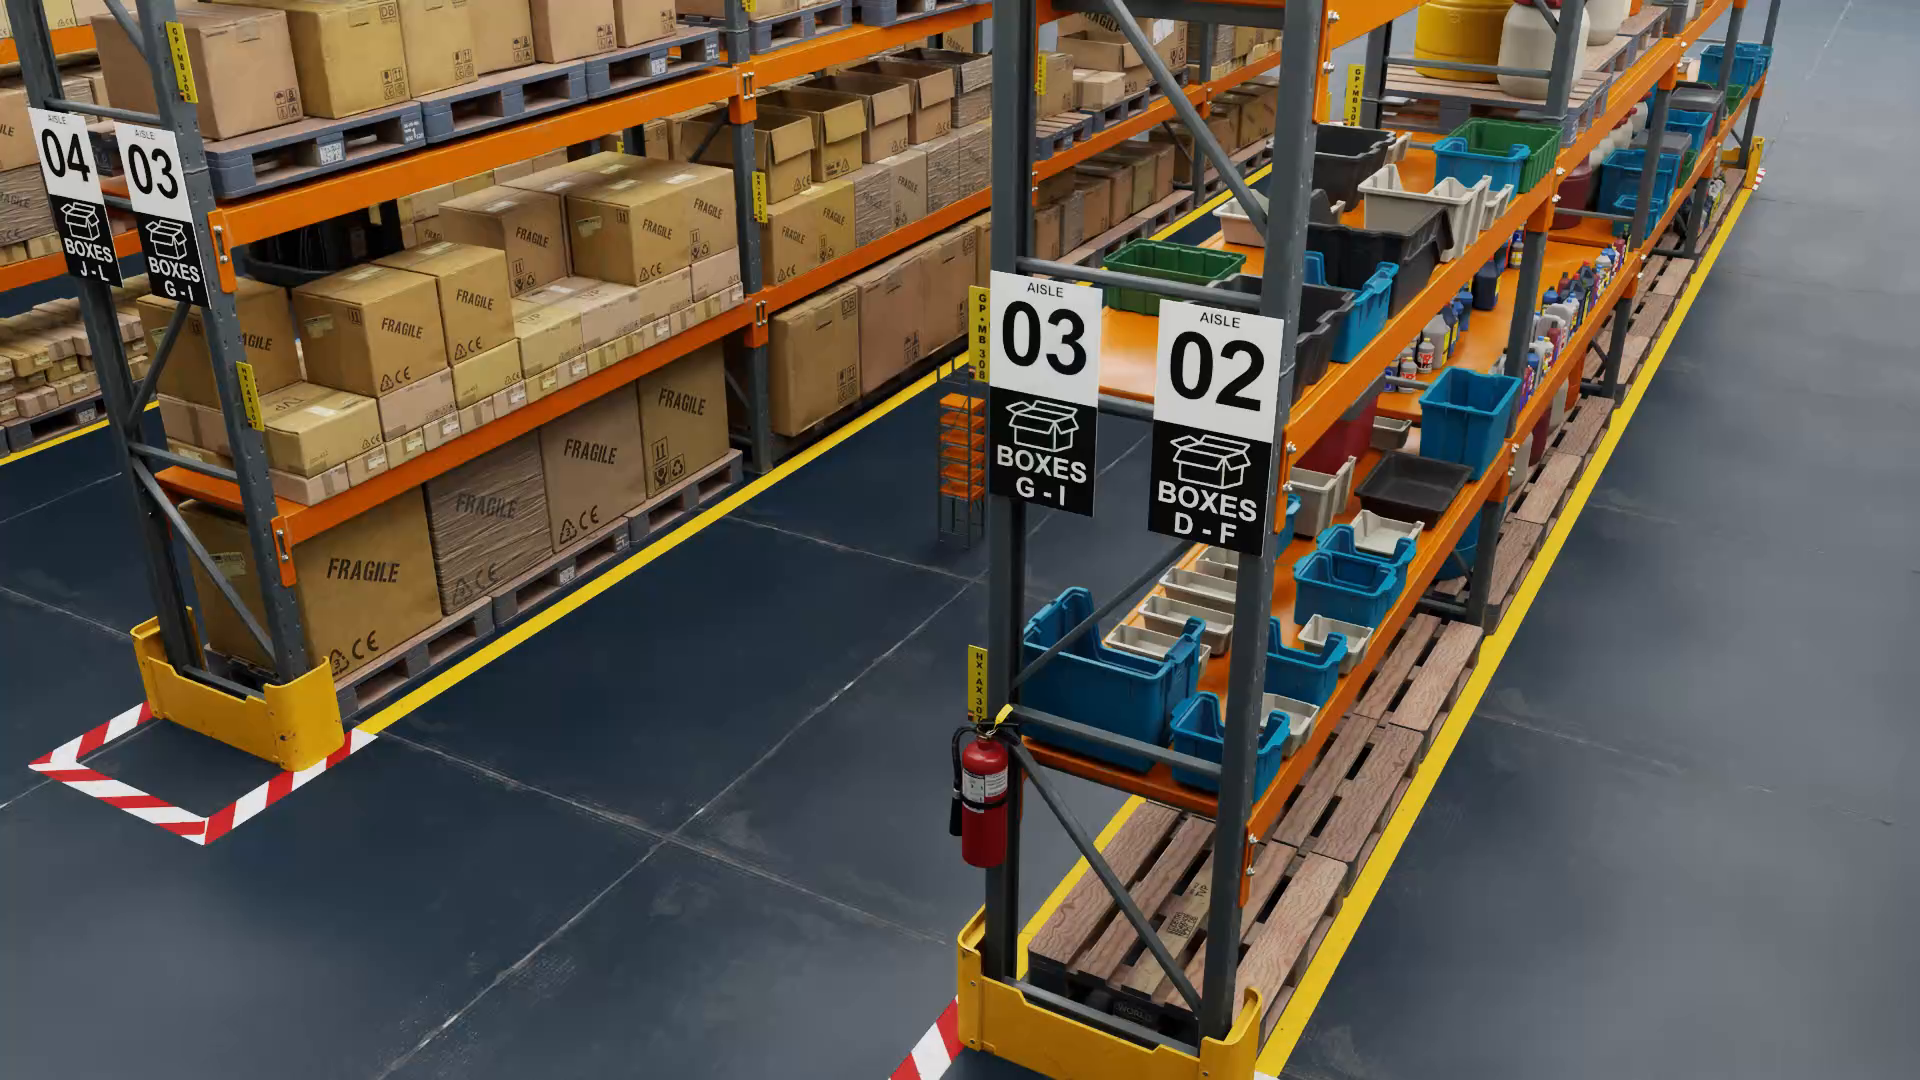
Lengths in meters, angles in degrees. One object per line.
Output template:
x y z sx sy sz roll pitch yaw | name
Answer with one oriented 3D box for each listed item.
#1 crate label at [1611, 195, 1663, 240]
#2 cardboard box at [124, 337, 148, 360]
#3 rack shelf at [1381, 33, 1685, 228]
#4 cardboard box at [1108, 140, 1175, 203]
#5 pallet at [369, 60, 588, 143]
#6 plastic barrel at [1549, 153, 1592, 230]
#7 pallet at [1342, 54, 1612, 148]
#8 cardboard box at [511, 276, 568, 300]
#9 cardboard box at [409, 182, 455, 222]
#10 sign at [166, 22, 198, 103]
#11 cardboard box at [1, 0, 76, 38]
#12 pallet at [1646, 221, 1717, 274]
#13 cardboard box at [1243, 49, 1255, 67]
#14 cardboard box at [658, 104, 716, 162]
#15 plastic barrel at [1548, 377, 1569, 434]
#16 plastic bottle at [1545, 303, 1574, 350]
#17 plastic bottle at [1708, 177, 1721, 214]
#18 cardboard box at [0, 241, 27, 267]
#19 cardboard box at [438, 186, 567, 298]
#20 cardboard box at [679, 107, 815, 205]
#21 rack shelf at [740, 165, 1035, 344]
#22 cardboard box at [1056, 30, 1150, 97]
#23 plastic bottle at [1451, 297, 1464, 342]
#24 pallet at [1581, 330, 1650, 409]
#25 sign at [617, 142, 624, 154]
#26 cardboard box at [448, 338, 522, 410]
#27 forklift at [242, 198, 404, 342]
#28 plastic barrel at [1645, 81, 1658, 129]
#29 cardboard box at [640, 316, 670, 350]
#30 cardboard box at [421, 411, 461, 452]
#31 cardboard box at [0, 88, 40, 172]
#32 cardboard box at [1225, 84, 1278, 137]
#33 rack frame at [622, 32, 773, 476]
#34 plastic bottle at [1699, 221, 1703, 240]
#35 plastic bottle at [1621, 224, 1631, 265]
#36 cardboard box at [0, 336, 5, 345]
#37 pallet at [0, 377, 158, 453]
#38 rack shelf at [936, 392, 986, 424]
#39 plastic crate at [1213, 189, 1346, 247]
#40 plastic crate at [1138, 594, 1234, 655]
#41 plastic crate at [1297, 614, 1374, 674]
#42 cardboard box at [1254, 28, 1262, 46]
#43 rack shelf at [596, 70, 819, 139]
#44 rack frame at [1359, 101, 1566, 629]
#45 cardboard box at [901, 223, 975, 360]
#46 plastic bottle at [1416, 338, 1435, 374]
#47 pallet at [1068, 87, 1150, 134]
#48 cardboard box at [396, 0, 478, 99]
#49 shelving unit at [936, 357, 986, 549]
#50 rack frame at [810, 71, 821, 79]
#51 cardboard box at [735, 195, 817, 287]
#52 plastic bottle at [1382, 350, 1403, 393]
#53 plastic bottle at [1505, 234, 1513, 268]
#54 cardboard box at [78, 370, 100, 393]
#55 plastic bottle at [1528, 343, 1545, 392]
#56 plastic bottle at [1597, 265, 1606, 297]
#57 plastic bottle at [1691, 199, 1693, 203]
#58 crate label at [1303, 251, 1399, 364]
5.030 -2.396 12.373 0.303 0.233 0.416 14 30 26 | crate label
-6.486 -1.510 12.798 0.380 0.149 0.250 15 30 27 | cardboard box
3.513 -2.629 10.104 1.077 0.370 4.000 14 30 26 | rack shelf
1.832 -3.883 17.457 0.700 0.500 0.500 12 29 22 | cardboard box
-2.796 -2.433 9.007 1.003 0.211 1.213 14 30 26 | pallet
4.461 -2.698 12.636 0.600 0.536 0.708 14 30 26 | plastic barrel
2.830 -2.414 9.082 1.213 0.211 1.003 14 30 26 | pallet
-2.741 -1.466 10.162 0.500 0.250 0.500 15 30 27 | cardboard box
-4.944 -3.094 15.065 0.500 0.250 0.500 15 30 28 | cardboard box
-3.271 -2.005 6.989 0.100 0.325 0.005 14 30 26 | sign
-6.563 -3.686 11.579 0.500 0.250 0.500 14 30 25 | cardboard box
6.831 -2.954 16.415 1.003 0.211 1.213 14 30 26 | pallet
3.027 -5.330 18.327 0.380 0.149 0.250 14 30 26 | cardboard box
-3.279 -4.352 18.138 1.050 0.750 0.750 15 30 27 | cardboard box
4.071 -1.030 11.768 0.421 0.512 0.421 0 27 0 | plastic barrel
3.658 -1.323 10.180 0.152 0.276 0.135 14 30 26 | plastic bottle
7.616 -3.495 16.849 0.144 0.351 0.185 16 31 28 | plastic bottle
-6.852 -2.055 11.784 0.380 0.149 0.250 15 30 28 | cardboard box
-2.742 -1.798 9.988 0.500 0.500 0.500 13 29 25 | cardboard box
-1.476 -2.665 11.491 0.797 0.503 0.637 13 30 25 | cardboard box
-0.799 -2.379 12.955 1.077 0.370 4.000 14 30 26 | rack shelf
1.380 -4.577 15.958 0.797 0.503 0.637 18 32 31 | cardboard box
3.053 -1.369 10.277 0.097 0.271 0.097 0 27 0 | plastic bottle
4.912 -1.436 13.382 1.003 0.211 1.213 14 30 26 | pallet
-2.260 -2.519 11.226 0.100 0.325 0.005 14 30 26 | sign
-2.779 -0.955 9.142 0.500 0.250 0.500 13 29 24 | cardboard box
-4.269 -2.246 11.962 1.130 2.935 3.031 13 29 24 | forklift
6.011 -4.088 15.006 0.600 0.901 0.708 14 30 26 | plastic barrel
-2.027 -1.317 10.311 0.380 0.149 0.250 15 30 27 | cardboard box
-2.911 -0.618 8.913 0.380 0.149 0.250 14 30 25 | cardboard box
-6.802 -2.830 11.492 0.500 0.500 0.500 13 29 25 | cardboard box
3.534 -5.188 20.085 0.500 0.500 0.500 24 35 39 | cardboard box
-1.783 -1.921 11.237 1.000 3.000 0.127 14 30 26 | rack frame
7.103 -3.000 16.028 0.097 0.201 0.097 0 27 0 | plastic bottle
4.669 -2.085 11.695 0.061 0.283 0.133 14 30 26 | plastic bottle
-7.297 -1.431 12.309 0.380 0.149 0.250 13 29 24 | cardboard box
-6.950 -1.059 12.629 1.003 0.211 1.213 14 30 26 | pallet
0.007 -0.824 10.351 0.258 0.103 0.180 14 30 26 | rack shelf
1.362 -1.355 7.049 0.437 0.136 0.530 14 30 26 | plastic crate
0.960 0.352 6.923 0.396 0.136 0.243 14 30 26 | plastic crate
1.533 0.425 6.778 0.250 0.136 0.298 14 30 26 | plastic crate
2.862 -5.782 18.506 0.875 0.500 0.500 14 30 26 | cardboard box
-3.100 -5.069 18.329 1.077 0.370 4.000 14 30 26 | rack shelf
2.529 -0.830 9.058 1.000 3.000 0.127 14 30 26 | rack frame
-0.618 -2.108 13.514 1.225 0.875 0.875 14 30 26 | cardboard box
2.739 -1.088 9.795 0.097 0.201 0.097 0 27 0 | plastic bottle
1.123 -4.175 15.953 1.003 0.211 1.213 14 30 26 | pallet
-2.948 -2.600 8.550 0.700 0.500 0.500 12 29 23 | cardboard box
0.007 -0.542 10.493 0.258 1.200 0.189 14 30 26 | shelving unit
-2.116 -6.170 19.725 1.000 3.000 0.127 14 30 26 | rack frame
-1.339 -2.090 11.462 0.500 0.500 0.500 14 30 26 | cardboard box
2.441 -1.000 9.535 0.152 0.276 0.135 14 30 26 | plastic bottle
3.775 -2.056 11.645 0.152 0.276 0.135 14 30 26 | plastic bottle
-6.644 -1.248 12.607 0.380 0.149 0.250 15 30 27 | cardboard box
3.268 -1.014 9.563 0.152 0.276 0.135 14 30 26 | plastic bottle
4.244 -1.728 11.073 0.097 0.201 0.097 0 27 0 | plastic bottle
7.189 -3.231 16.410 0.097 0.271 0.097 0 27 0 | plastic bottle
1.296 -0.835 5.882 0.408 0.251 0.502 14 30 26 | crate label
